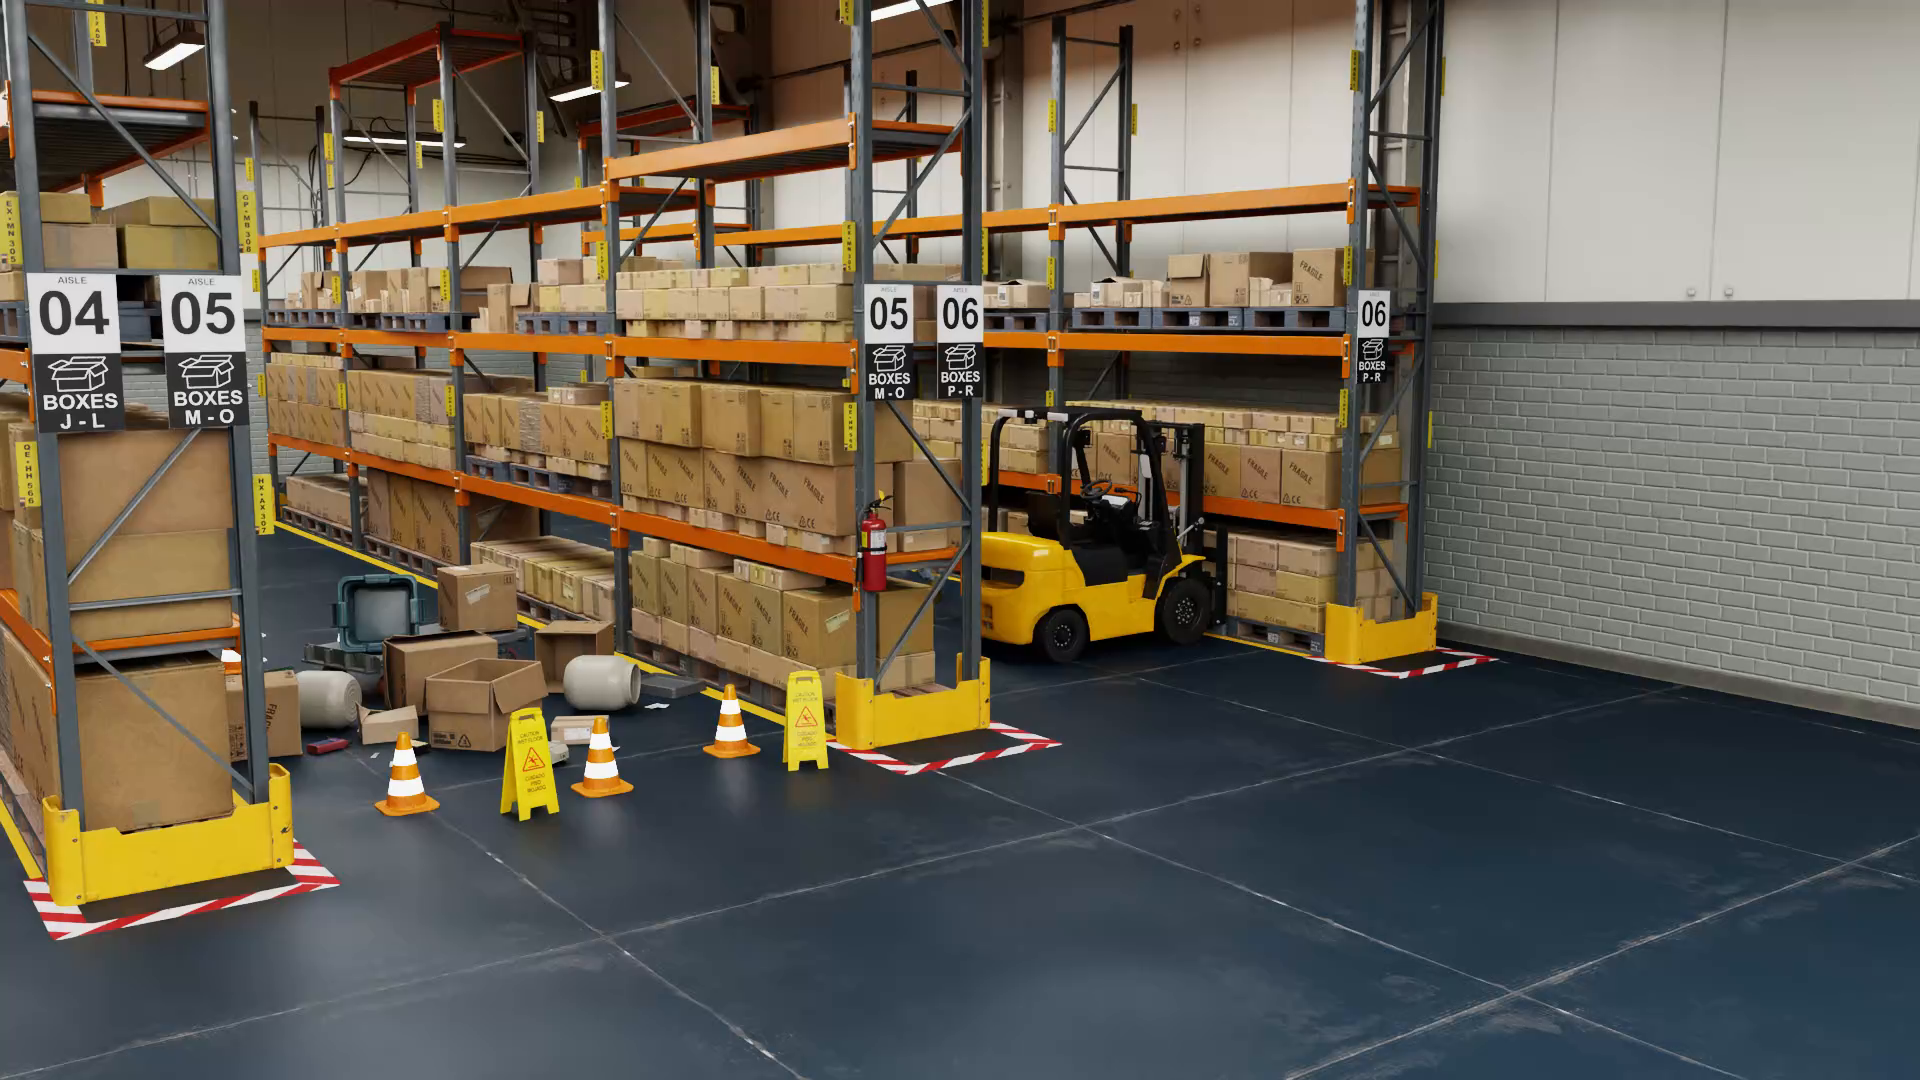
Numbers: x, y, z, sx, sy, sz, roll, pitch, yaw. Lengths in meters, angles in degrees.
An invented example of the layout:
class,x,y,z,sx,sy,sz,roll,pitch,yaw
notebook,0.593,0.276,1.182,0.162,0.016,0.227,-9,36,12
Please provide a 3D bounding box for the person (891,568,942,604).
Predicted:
class,x,y,z,sx,sy,sz,roll,pitch,yaw
person,-0.523,-0.167,16.754,0.592,1.760,0.644,-6,10,-37
